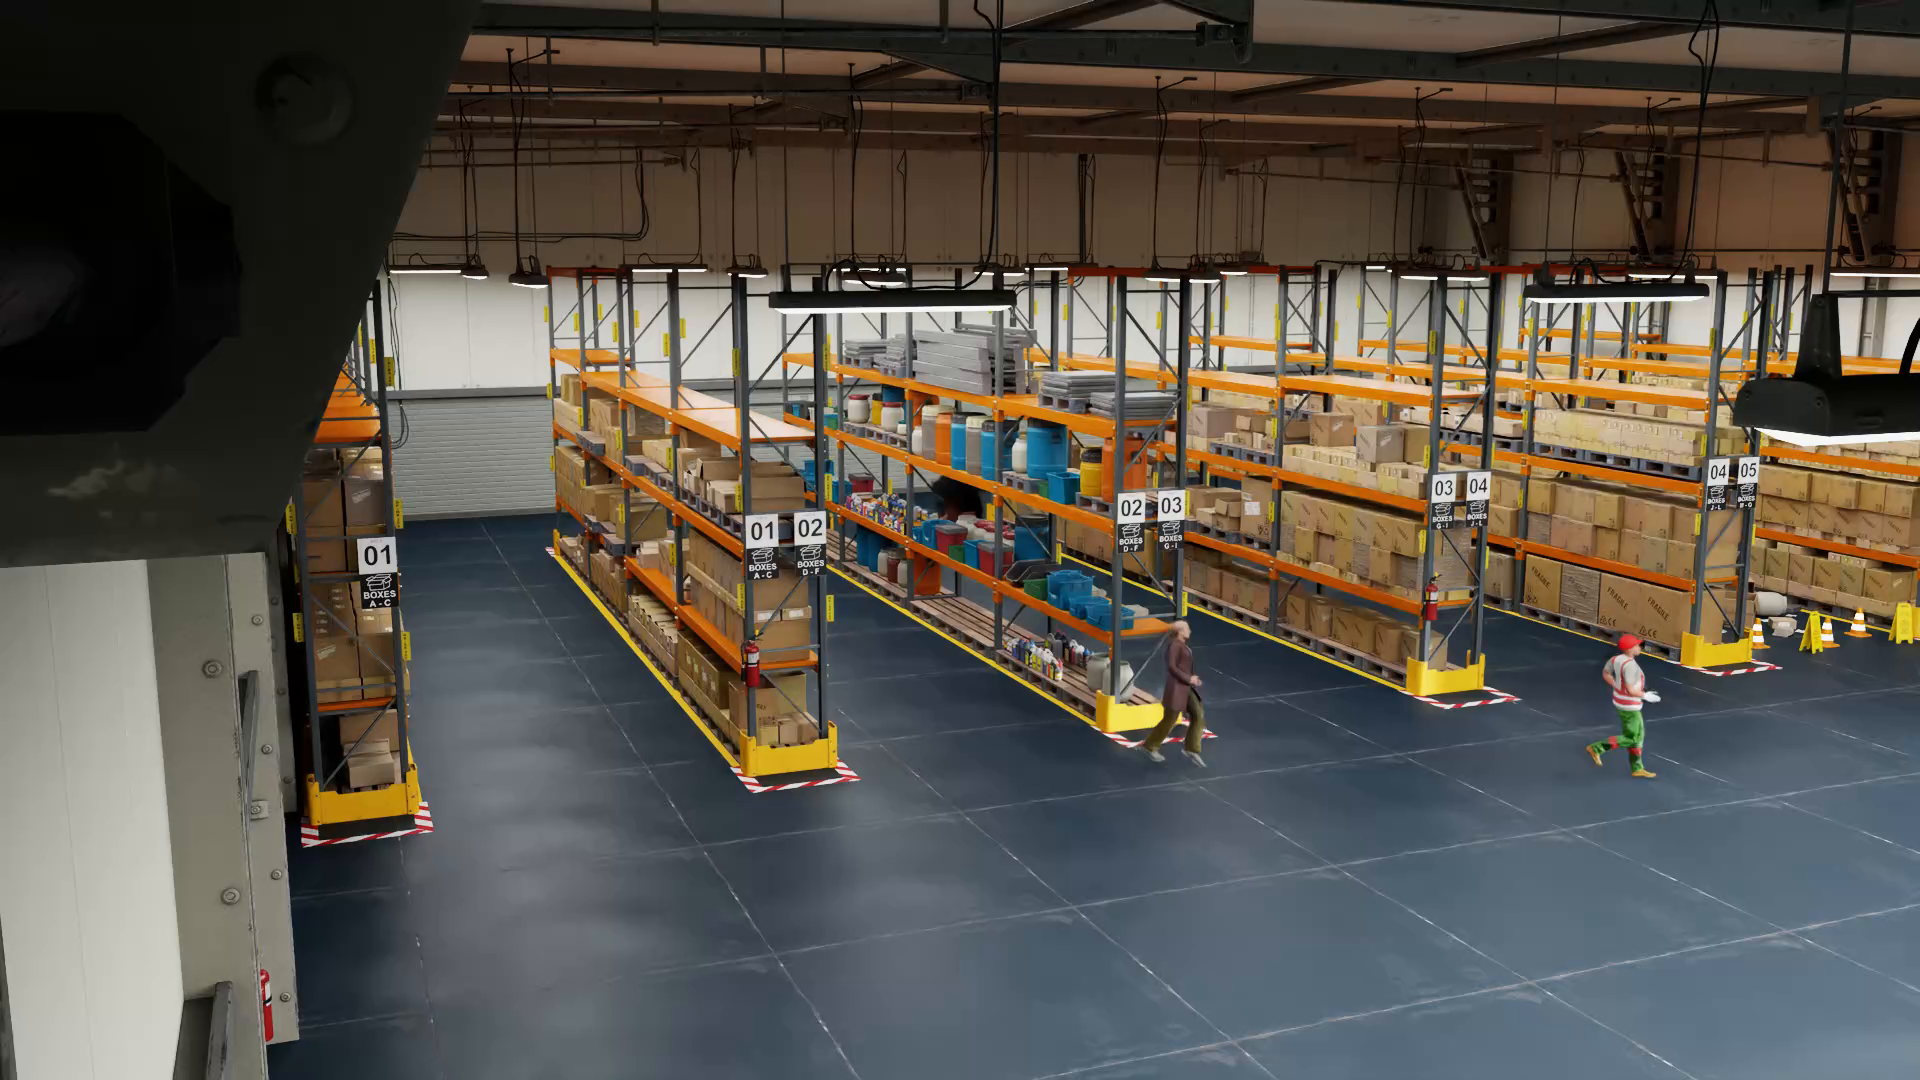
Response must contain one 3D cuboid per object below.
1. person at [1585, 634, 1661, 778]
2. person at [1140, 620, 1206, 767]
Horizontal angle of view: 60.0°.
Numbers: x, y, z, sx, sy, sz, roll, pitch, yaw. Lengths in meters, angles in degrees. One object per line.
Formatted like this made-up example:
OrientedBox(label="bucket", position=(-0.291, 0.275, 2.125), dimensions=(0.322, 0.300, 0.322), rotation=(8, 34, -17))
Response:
OrientedBox(label="person", position=(8.013, 2.007, 20.078), dimensions=(0.869, 1.771, 0.657), rotation=(1, 10, 5))
OrientedBox(label="person", position=(2.723, 2.000, 20.773), dimensions=(0.831, 1.605, 0.766), rotation=(4, 11, 21))
